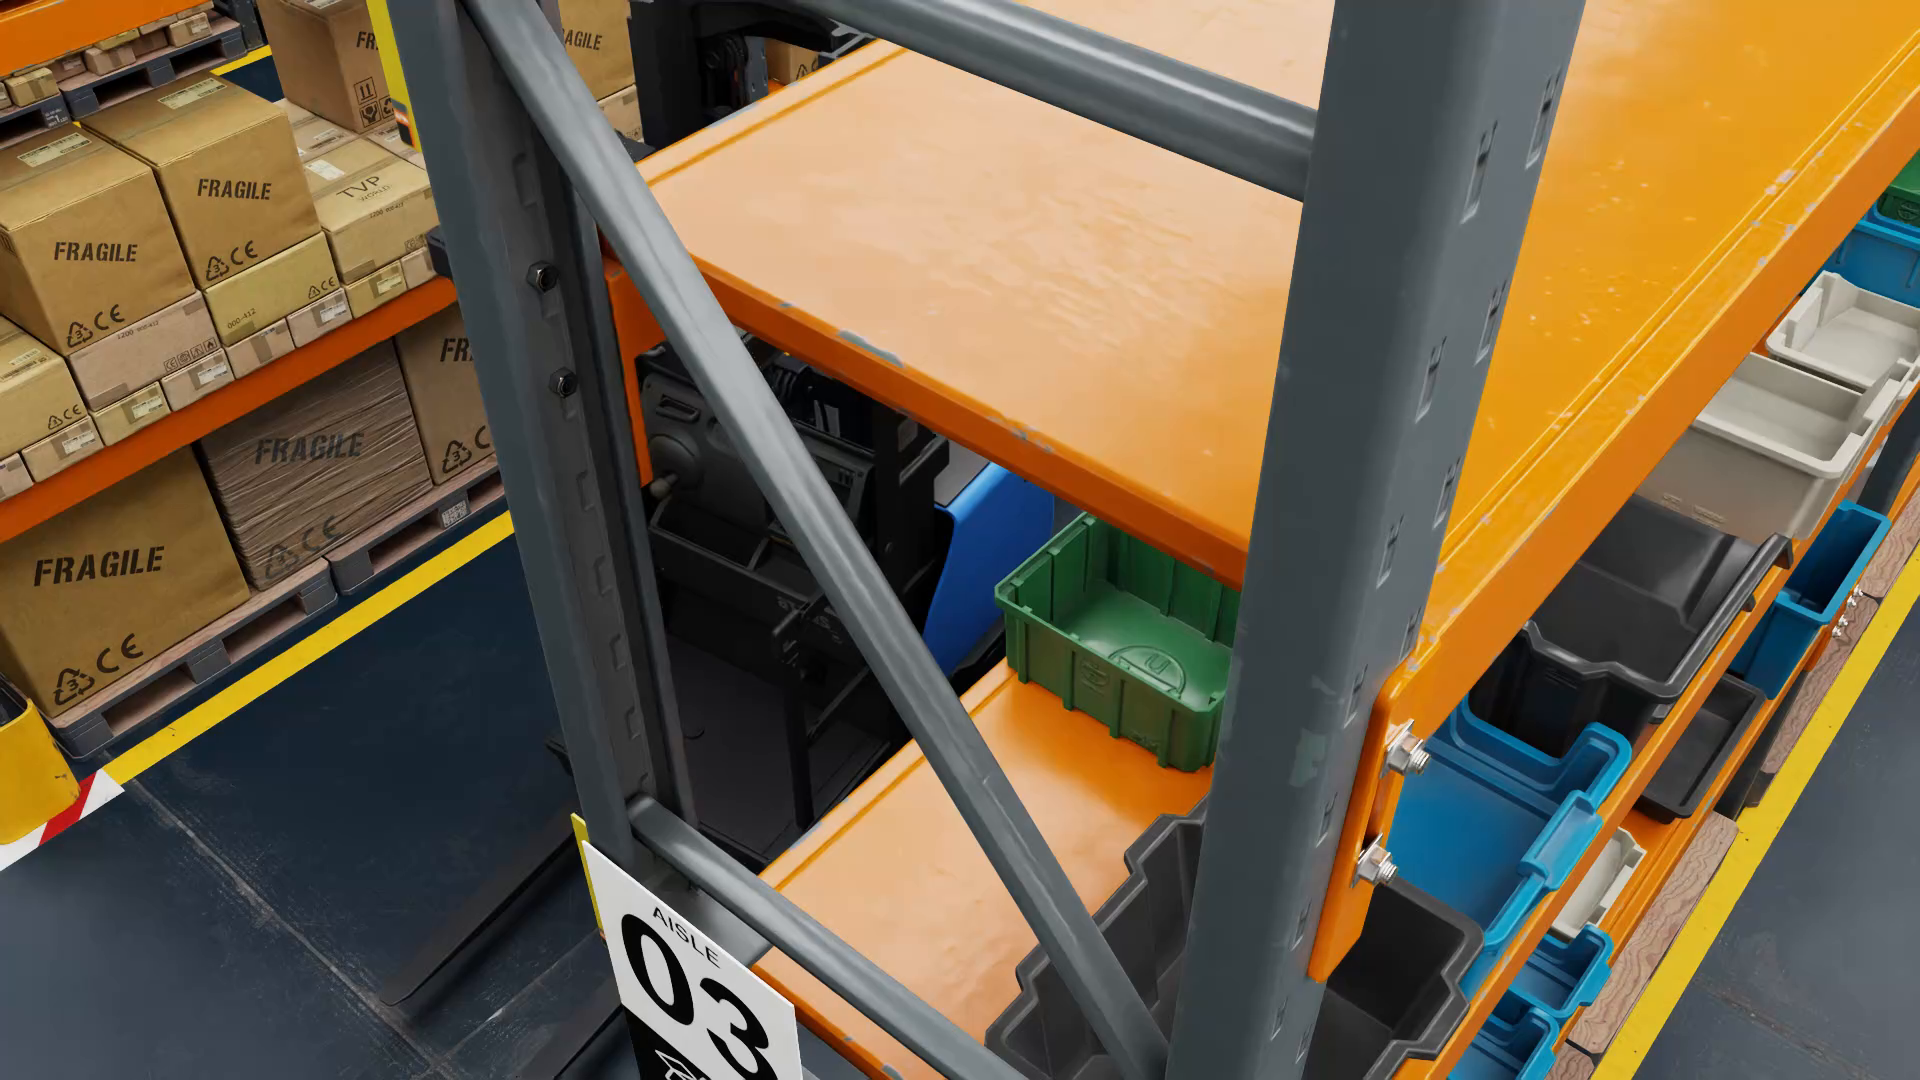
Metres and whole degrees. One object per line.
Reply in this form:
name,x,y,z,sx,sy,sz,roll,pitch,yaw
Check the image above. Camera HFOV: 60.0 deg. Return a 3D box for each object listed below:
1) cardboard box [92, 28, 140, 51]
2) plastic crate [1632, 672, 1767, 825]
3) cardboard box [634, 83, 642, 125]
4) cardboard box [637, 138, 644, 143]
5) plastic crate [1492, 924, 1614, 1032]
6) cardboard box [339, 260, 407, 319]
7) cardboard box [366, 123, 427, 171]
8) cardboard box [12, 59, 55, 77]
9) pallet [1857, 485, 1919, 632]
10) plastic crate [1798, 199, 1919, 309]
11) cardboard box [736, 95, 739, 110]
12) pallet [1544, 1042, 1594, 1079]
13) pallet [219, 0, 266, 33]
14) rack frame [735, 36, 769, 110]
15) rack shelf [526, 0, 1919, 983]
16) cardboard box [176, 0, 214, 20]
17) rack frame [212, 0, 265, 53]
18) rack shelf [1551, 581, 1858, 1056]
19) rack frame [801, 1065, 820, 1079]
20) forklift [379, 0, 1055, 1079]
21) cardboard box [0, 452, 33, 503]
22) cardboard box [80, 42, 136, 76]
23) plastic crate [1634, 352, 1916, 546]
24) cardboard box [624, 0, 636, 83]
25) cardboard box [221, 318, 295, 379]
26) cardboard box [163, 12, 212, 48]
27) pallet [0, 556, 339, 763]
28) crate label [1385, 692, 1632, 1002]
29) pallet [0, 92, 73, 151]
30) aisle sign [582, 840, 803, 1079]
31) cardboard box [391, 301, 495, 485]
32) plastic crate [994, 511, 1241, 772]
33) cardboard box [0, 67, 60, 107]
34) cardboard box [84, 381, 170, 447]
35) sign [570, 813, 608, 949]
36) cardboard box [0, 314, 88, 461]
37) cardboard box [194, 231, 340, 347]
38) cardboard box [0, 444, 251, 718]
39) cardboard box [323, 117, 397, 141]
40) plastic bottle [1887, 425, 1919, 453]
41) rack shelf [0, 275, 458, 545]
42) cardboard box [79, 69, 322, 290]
cardboard box,-5.318,-3.191,10.298,0.380,0.149,0.250,28,49,27
plastic crate,1.973,0.546,4.762,0.437,0.125,0.590,29,50,28
cardboard box,-1.387,-2.084,7.385,0.500,0.250,0.500,29,49,28
cardboard box,-1.580,-1.714,7.275,0.380,0.149,0.250,29,50,28
plastic crate,1.365,1.056,4.121,0.416,0.233,0.300,29,50,28
cardboard box,-2.408,-1.051,6.545,0.380,0.149,0.250,28,49,27
cardboard box,-2.046,-1.554,6.802,0.500,0.250,0.500,31,50,29
cardboard box,-5.703,-2.964,10.049,0.380,0.149,0.250,31,51,29
pallet,3.801,-0.205,7.501,1.003,0.211,1.213,29,50,28
plastic crate,2.146,-0.667,3.831,0.416,0.233,0.300,29,50,28
cardboard box,-0.907,-2.078,8.755,1.225,0.875,0.875,30,50,29
pallet,1.259,1.832,5.261,1.003,0.211,1.213,29,50,28
pallet,-4.535,-3.940,11.609,1.003,0.211,1.213,29,50,28
rack frame,-1.303,-2.371,7.810,1.000,3.000,0.127,29,50,28
rack shelf,1.201,-1.002,2.677,1.077,0.370,4.000,29,50,28
cardboard box,-4.994,-3.481,10.617,0.380,0.149,0.250,31,50,29
rack frame,-5.035,-4.570,10.229,1.000,3.000,0.127,29,50,28
rack shelf,1.201,1.070,4.561,1.077,0.370,4.000,29,50,28
rack frame,-0.087,1.833,3.186,1.000,3.000,0.127,29,50,28
forklift,-0.816,-0.157,5.427,1.130,2.935,3.031,23,47,23
cardboard box,-3.396,-0.258,5.673,0.380,0.149,0.250,30,50,29
cardboard box,-5.378,-3.060,10.375,0.380,0.149,0.250,28,49,27
plastic crate,1.576,-0.240,3.325,0.437,0.282,0.530,29,50,28
cardboard box,-1.394,-2.350,7.120,0.500,0.500,0.500,31,51,30
cardboard box,-2.737,-0.788,6.256,0.380,0.149,0.250,29,49,28
cardboard box,-5.026,-3.321,10.662,0.380,0.149,0.250,30,50,29
pallet,-3.423,0.275,6.973,1.003,0.211,1.213,29,50,28
crate label,0.755,0.443,2.596,0.408,0.251,0.502,29,50,28
pallet,-6.225,-2.546,10.076,1.003,0.211,1.213,29,50,28
aisle sign,-0.357,0.782,2.411,0.394,0.787,0.004,29,50,28
cardboard box,-2.368,-0.971,7.538,0.875,0.875,0.875,29,50,28
plastic crate,0.330,0.170,2.943,0.450,0.188,0.336,29,50,28
cardboard box,-5.692,-2.788,10.076,0.380,0.149,0.250,29,50,28
cardboard box,-3.068,-0.523,5.964,0.380,0.149,0.250,28,49,28
sign,-0.518,0.532,2.465,0.100,0.325,0.005,29,50,28
cardboard box,-3.362,-0.496,5.638,0.500,0.250,0.500,28,49,27
cardboard box,-2.706,-1.024,6.219,0.500,0.250,0.500,28,49,27
cardboard box,-3.527,-0.045,6.519,0.875,0.875,0.875,29,50,28
cardboard box,-2.459,-1.774,7.044,0.500,0.250,0.500,31,51,29
plastic bottle,3.313,-0.442,5.781,0.152,0.276,0.135,29,50,28
rack shelf,-2.590,-1.075,6.919,1.077,0.370,4.000,29,50,28
cardboard box,-2.711,-1.300,5.966,0.500,0.500,0.500,28,49,27
